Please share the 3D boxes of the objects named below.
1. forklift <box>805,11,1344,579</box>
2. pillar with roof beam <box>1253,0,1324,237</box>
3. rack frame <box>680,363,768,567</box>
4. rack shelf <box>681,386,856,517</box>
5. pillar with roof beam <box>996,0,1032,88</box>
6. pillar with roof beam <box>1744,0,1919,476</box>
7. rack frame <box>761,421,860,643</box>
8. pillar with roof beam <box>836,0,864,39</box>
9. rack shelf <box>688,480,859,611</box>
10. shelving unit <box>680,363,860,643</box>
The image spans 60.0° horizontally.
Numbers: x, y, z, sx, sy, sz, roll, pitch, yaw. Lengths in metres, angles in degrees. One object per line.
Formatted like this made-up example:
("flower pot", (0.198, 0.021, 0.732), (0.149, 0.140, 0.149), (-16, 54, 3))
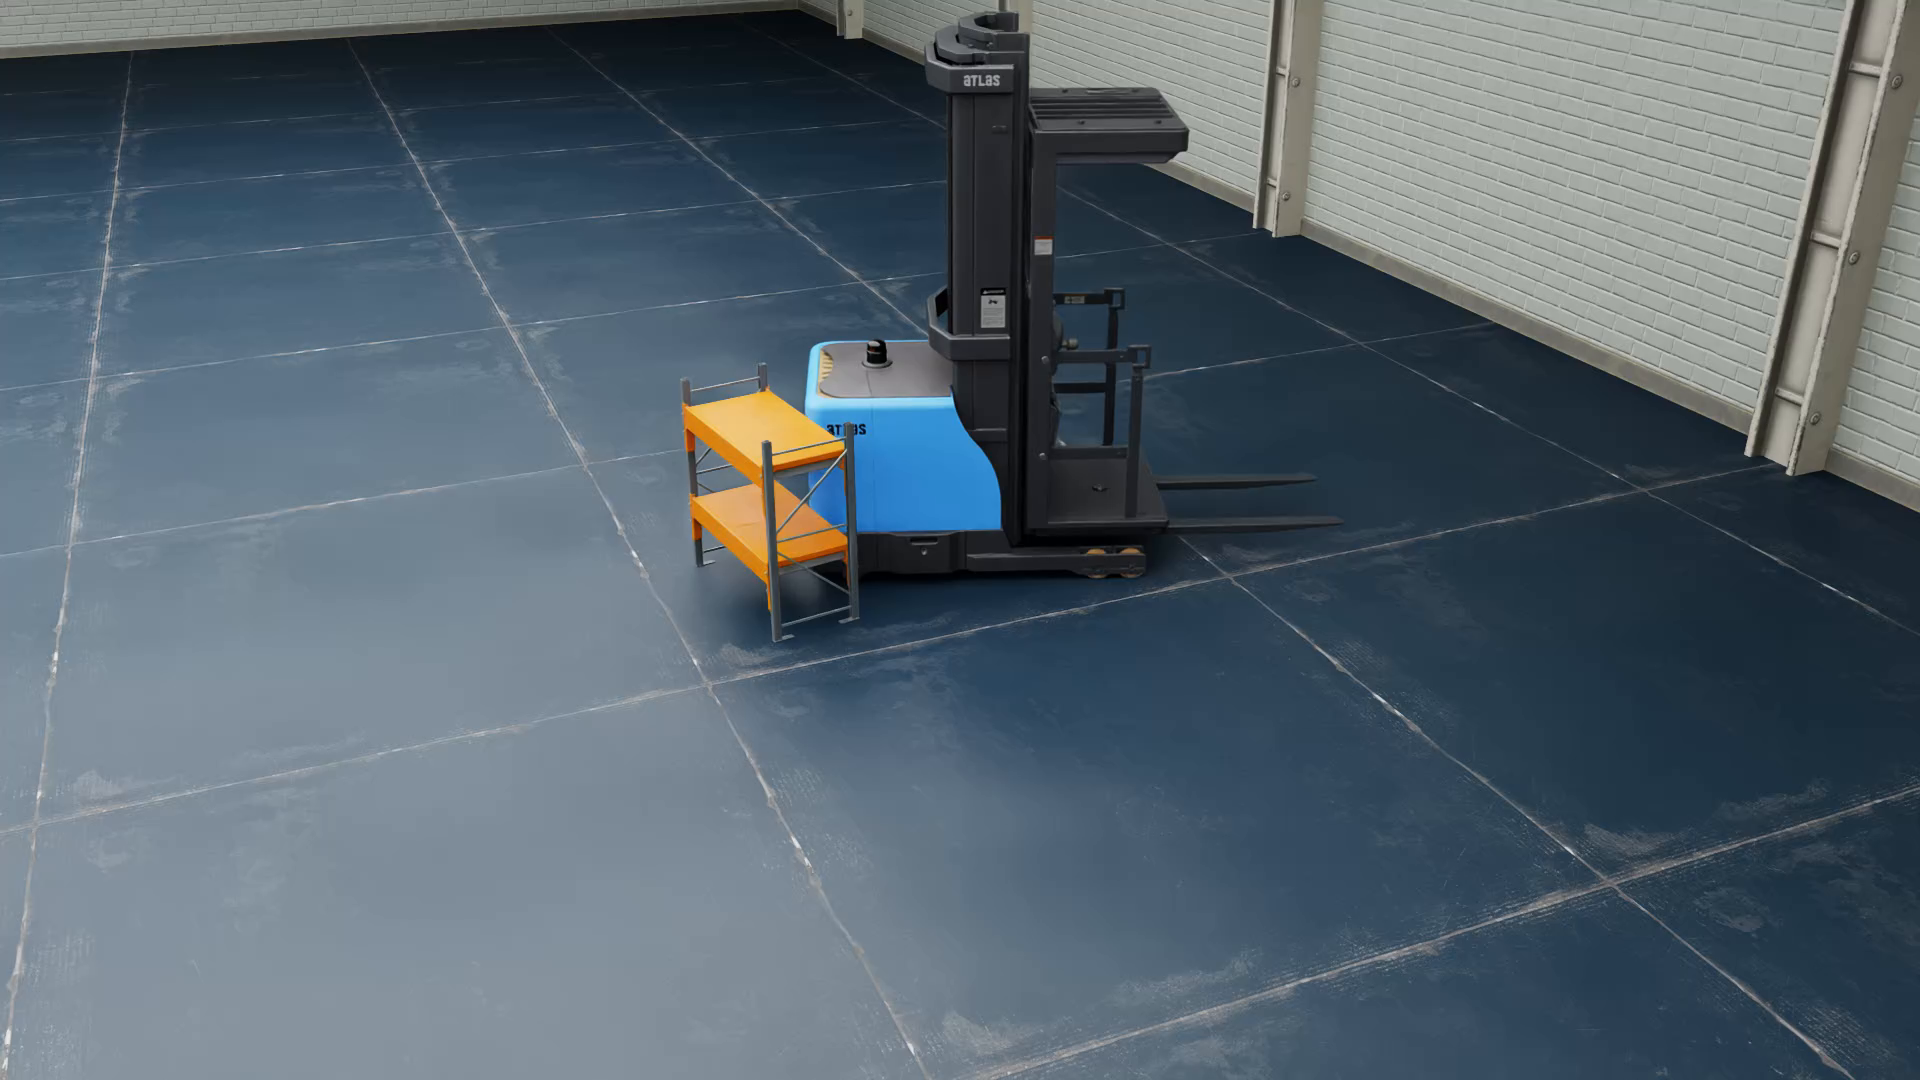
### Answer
("forklift", (0.654, -1.330, 9.134), (3.031, 2.935, 1.130), (-1, 26, -2))
("pillar with roof beam", (-0.952, -6.238, 12.270), (9.100, 9.000, 0.400), (-11, 28, -21))
("rack frame", (-1.289, -0.413, 9.315), (0.500, 1.125, 0.032), (-15, 30, -28))
("rack shelf", (-1.023, -0.486, 8.796), (0.538, 0.278, 1.000), (-15, 30, -28))
("pillar with roof beam", (-3.302, -8.660, 17.231), (9.100, 9.000, 0.400), (-11, 28, -21))
("pillar with roof beam", (1.398, -3.816, 7.309), (9.100, 9.000, 0.400), (-11, 28, -21))
("rack frame", (-0.758, -0.033, 8.535), (0.500, 1.125, 0.032), (-15, 30, -28))
("pillar with roof beam", (-5.651, -11.083, 22.192), (9.100, 9.000, 0.400), (-11, 28, -21))
("rack shelf", (-1.023, -0.003, 9.032), (0.538, 0.278, 1.000), (-15, 30, -28))
("shelving unit", (-1.023, -0.223, 8.925), (0.538, 1.125, 1.048), (-15, 30, -28))
